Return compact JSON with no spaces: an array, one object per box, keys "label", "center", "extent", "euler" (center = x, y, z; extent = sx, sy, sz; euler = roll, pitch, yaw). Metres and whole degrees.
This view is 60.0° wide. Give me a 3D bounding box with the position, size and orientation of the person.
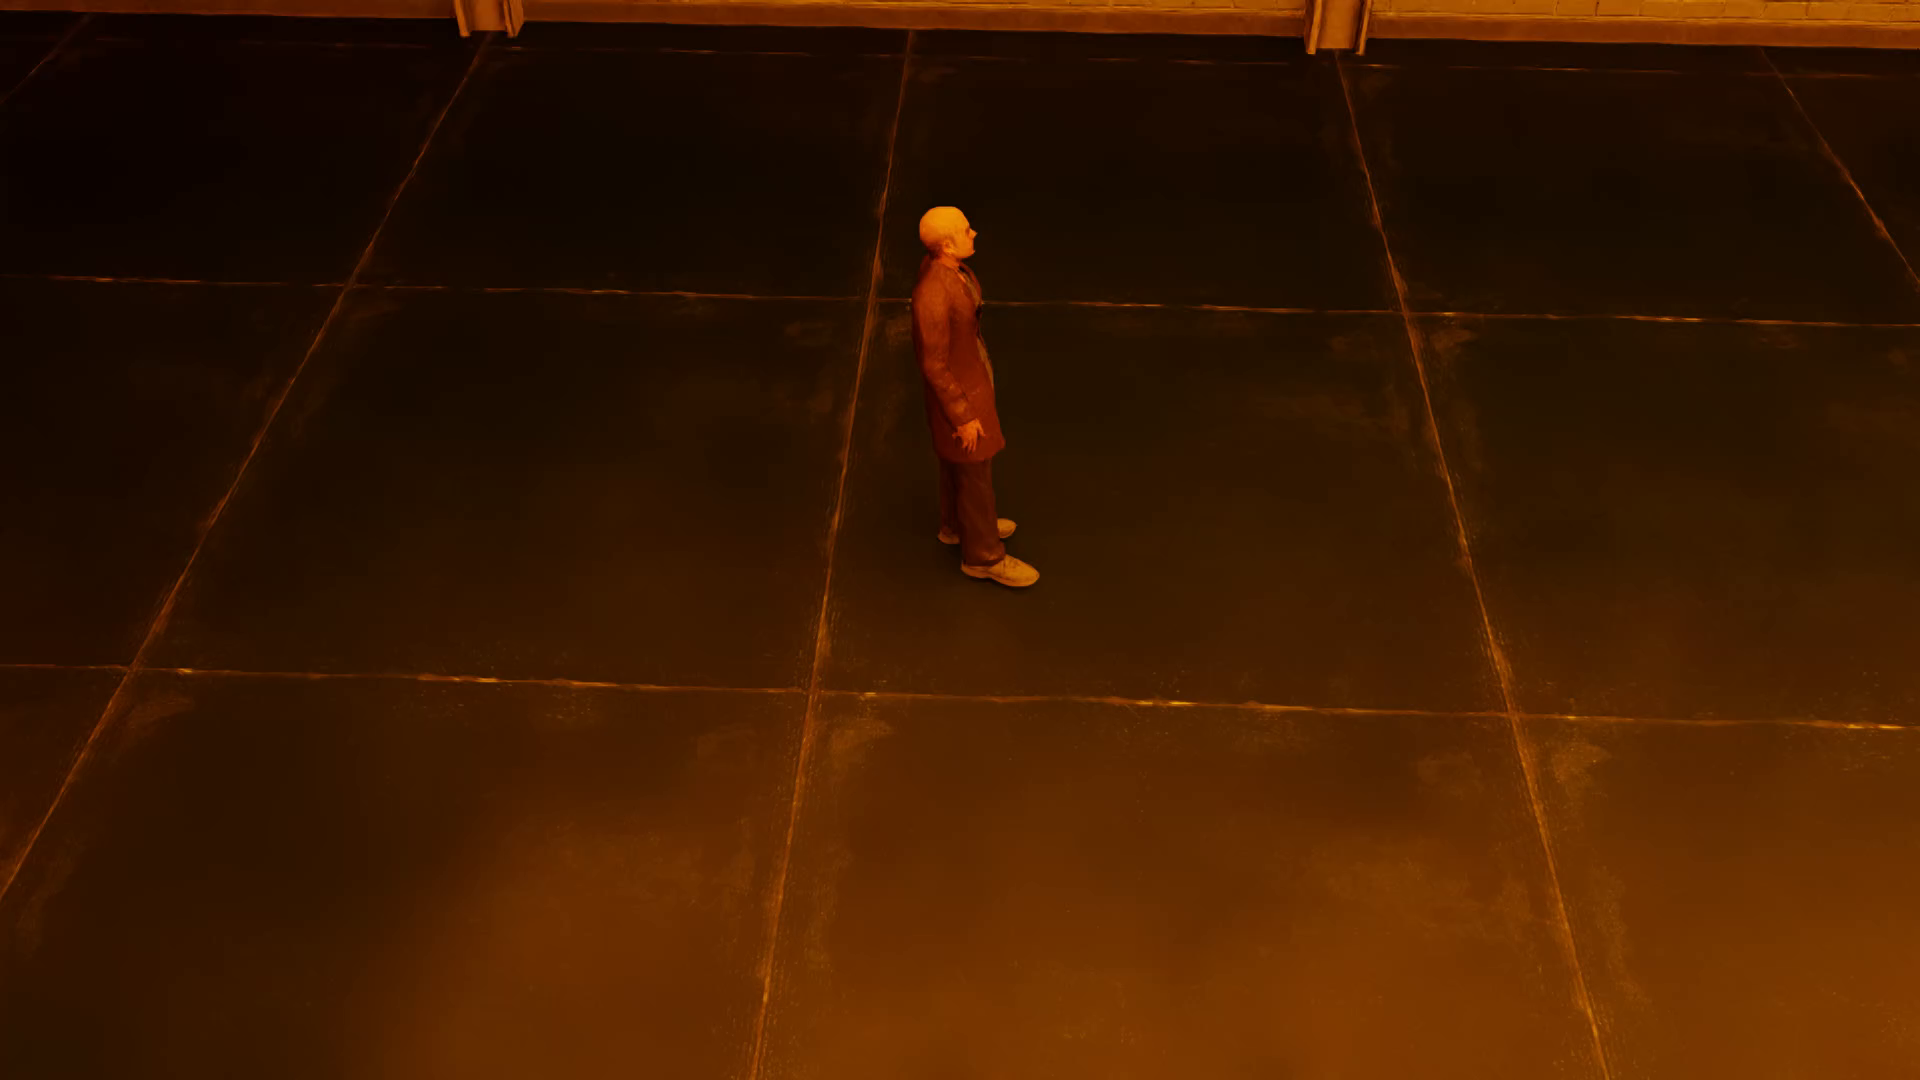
[{"label":"person","center":[0.091,-0.656,7.306],"extent":[0.580,1.776,0.694],"euler":[2,42,2]}]
